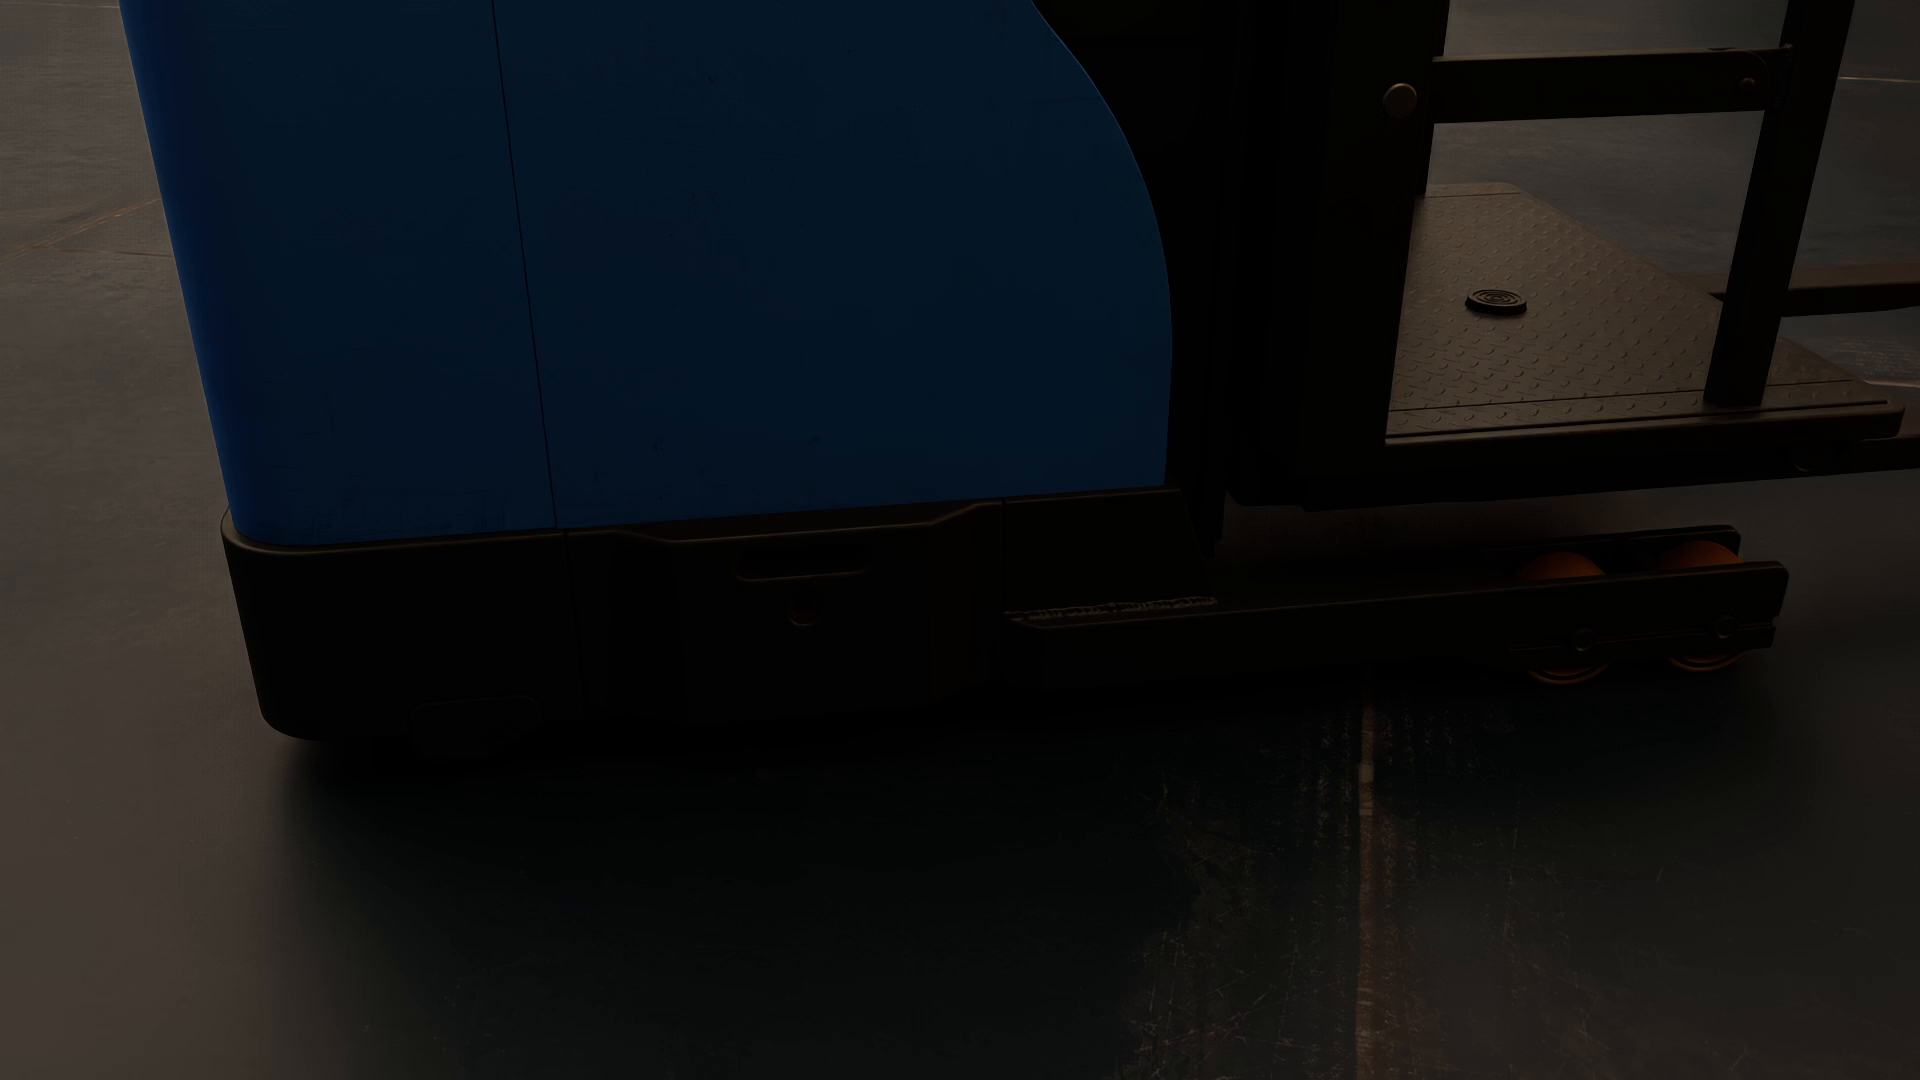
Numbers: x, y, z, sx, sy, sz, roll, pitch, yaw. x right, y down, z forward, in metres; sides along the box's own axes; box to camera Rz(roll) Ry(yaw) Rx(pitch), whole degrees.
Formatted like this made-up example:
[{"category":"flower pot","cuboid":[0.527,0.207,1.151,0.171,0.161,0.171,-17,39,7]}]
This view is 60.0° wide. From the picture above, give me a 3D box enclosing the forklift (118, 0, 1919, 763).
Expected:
[{"category":"forklift","cuboid":[0.600,-1.354,1.930,3.031,2.935,1.130,-4,27,-9]}]
